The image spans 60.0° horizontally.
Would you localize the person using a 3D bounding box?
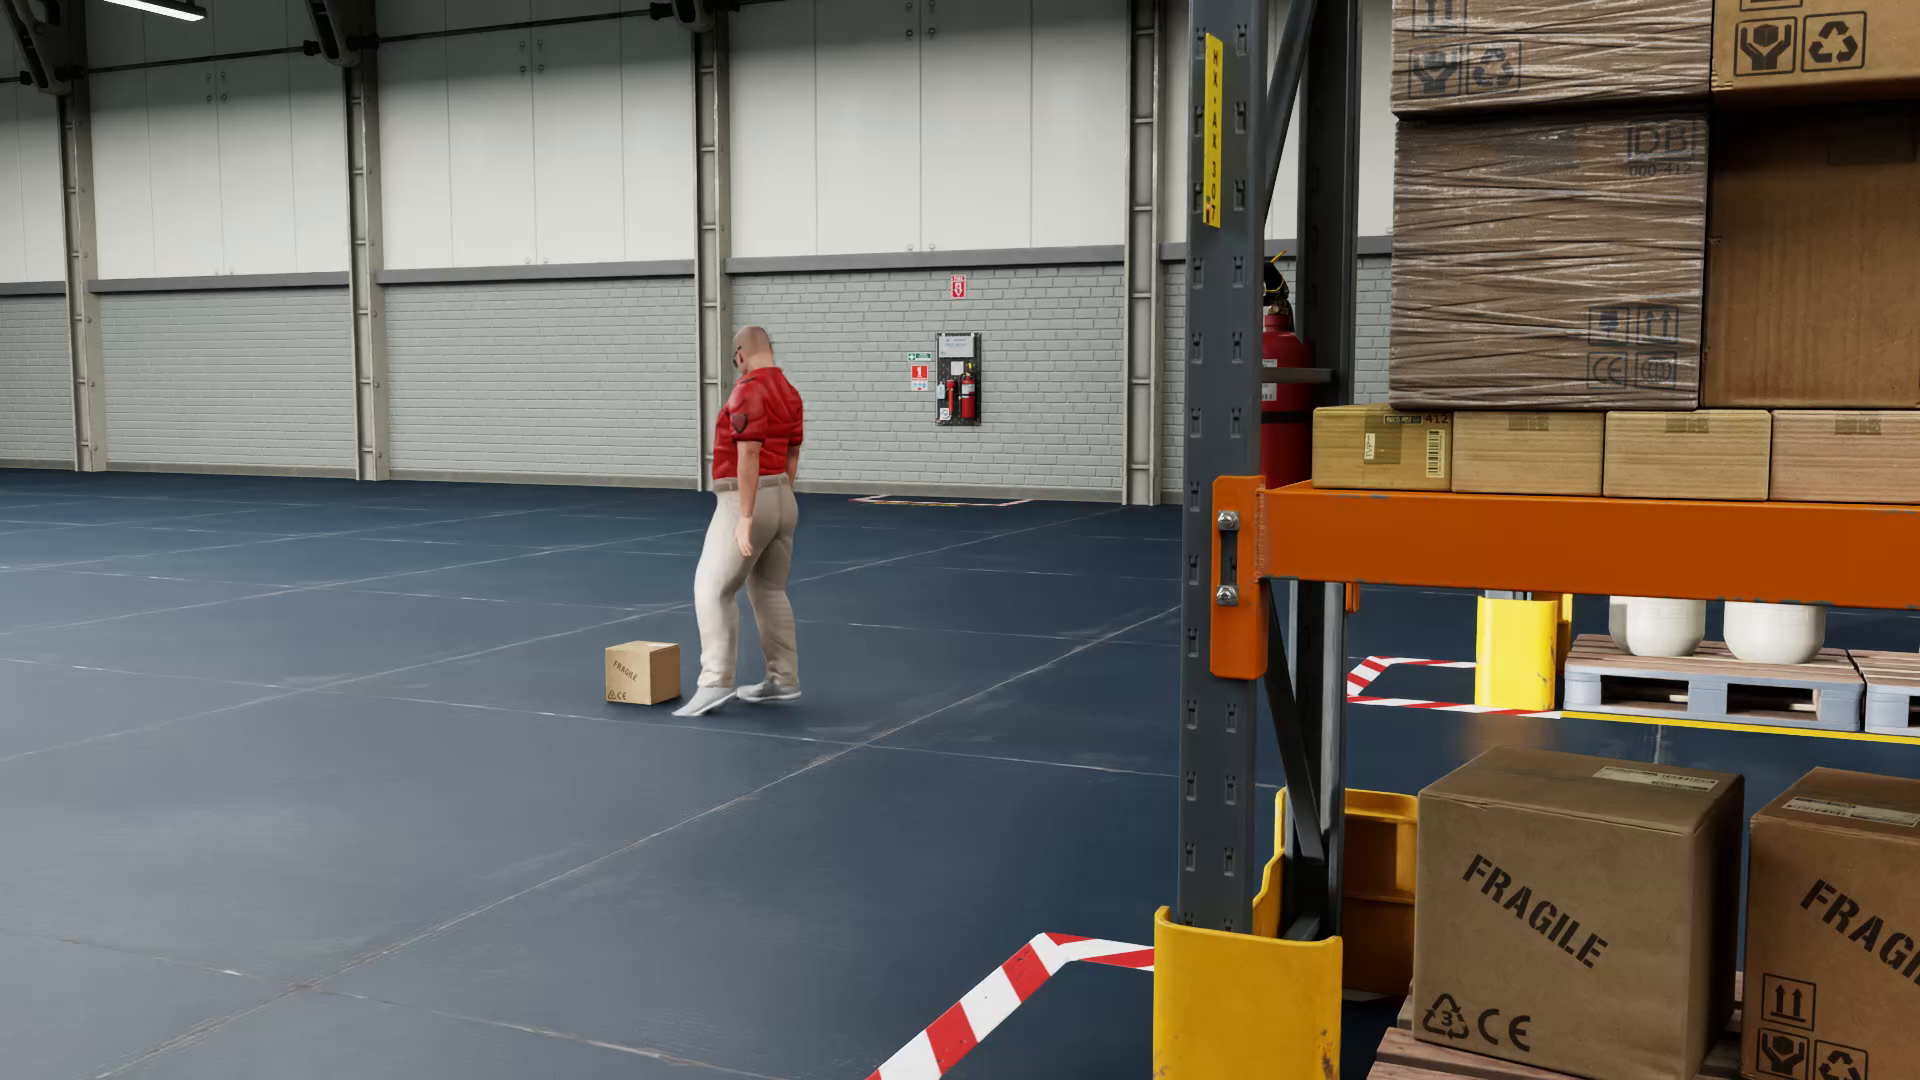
[{"bbox_3d":[-0.992,-0.073,7.543,0.500,1.787,0.577,2,6,21],"label":"person"}]
